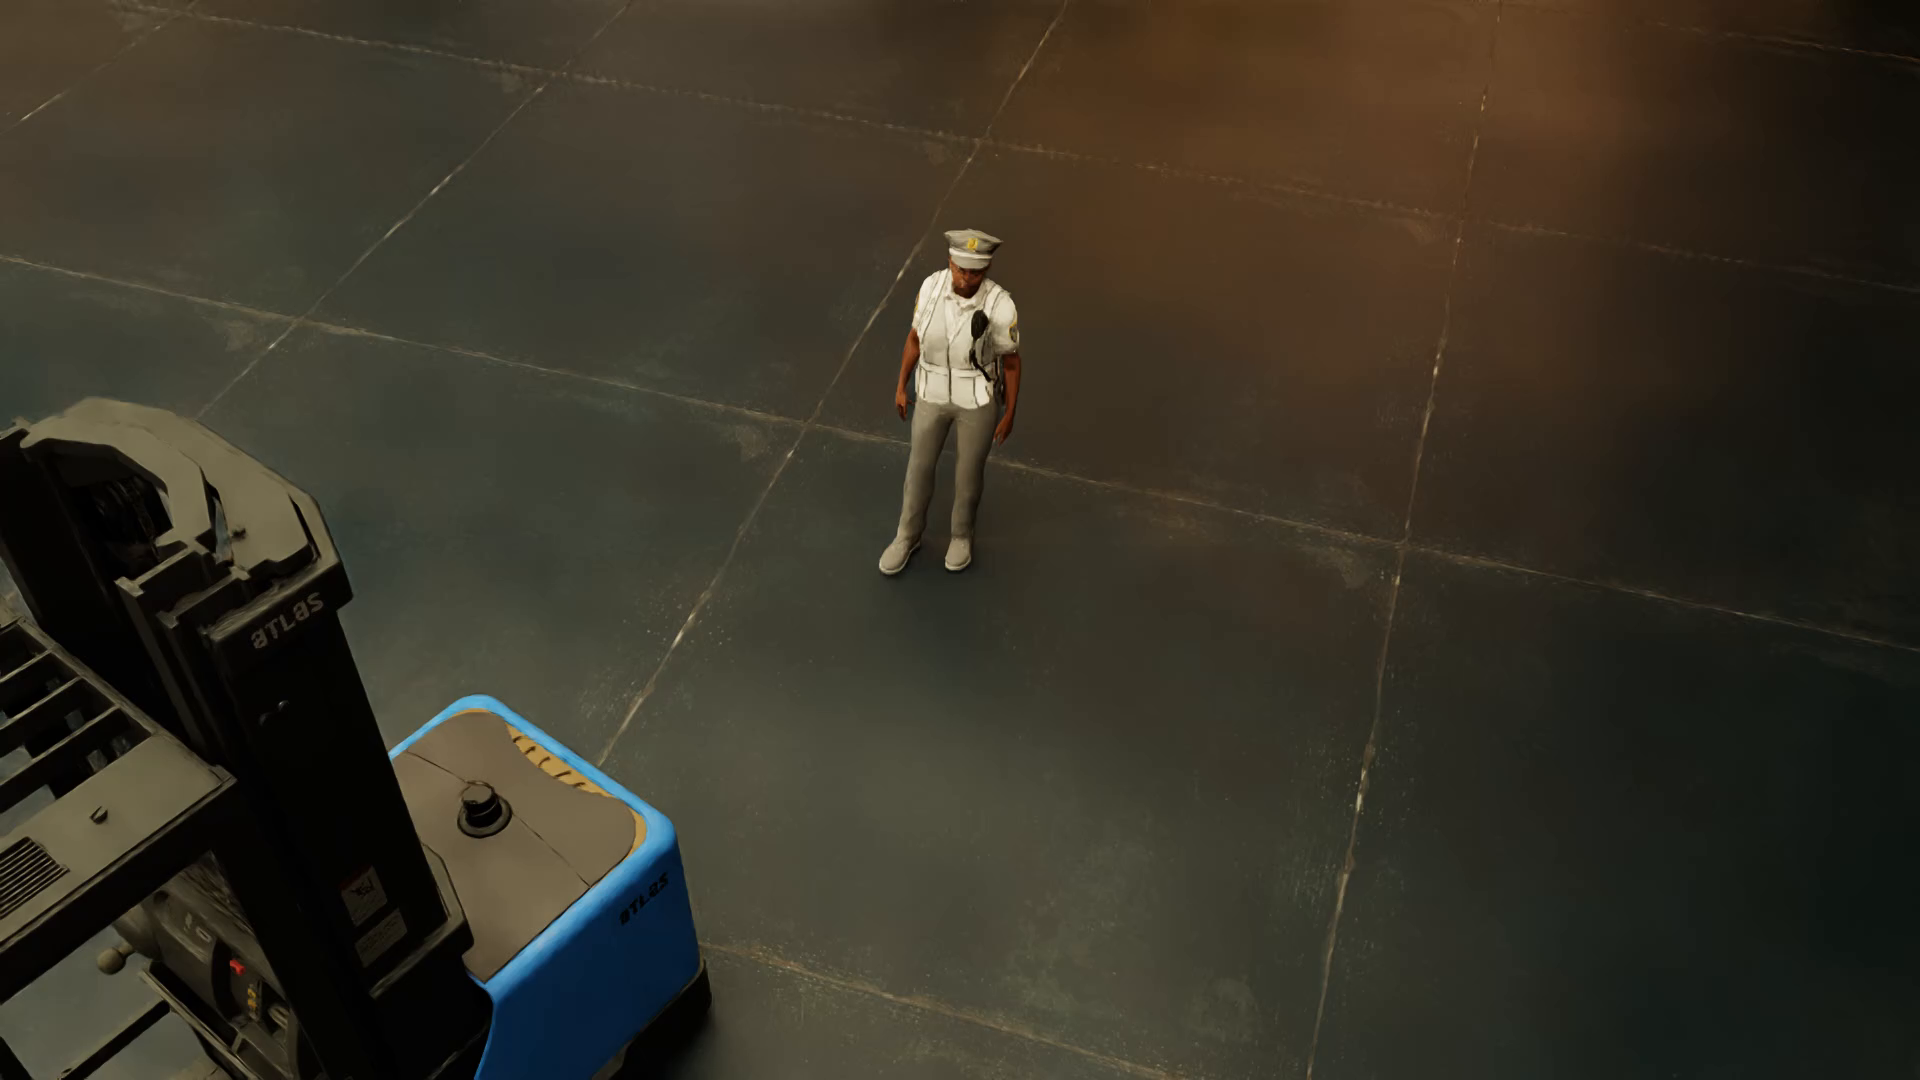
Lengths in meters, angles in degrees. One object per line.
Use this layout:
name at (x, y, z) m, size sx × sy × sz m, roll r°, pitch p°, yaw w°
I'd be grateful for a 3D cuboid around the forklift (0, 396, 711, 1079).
forklift at (-2.189, 1.214, 4.383) m, size 1.130 × 2.935 × 3.031 m, roll 28°, pitch 50°, yaw 27°

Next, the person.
person at (-0.041, -0.581, 7.210) m, size 0.570 × 1.695 × 0.529 m, roll 12°, pitch 44°, yaw 13°
